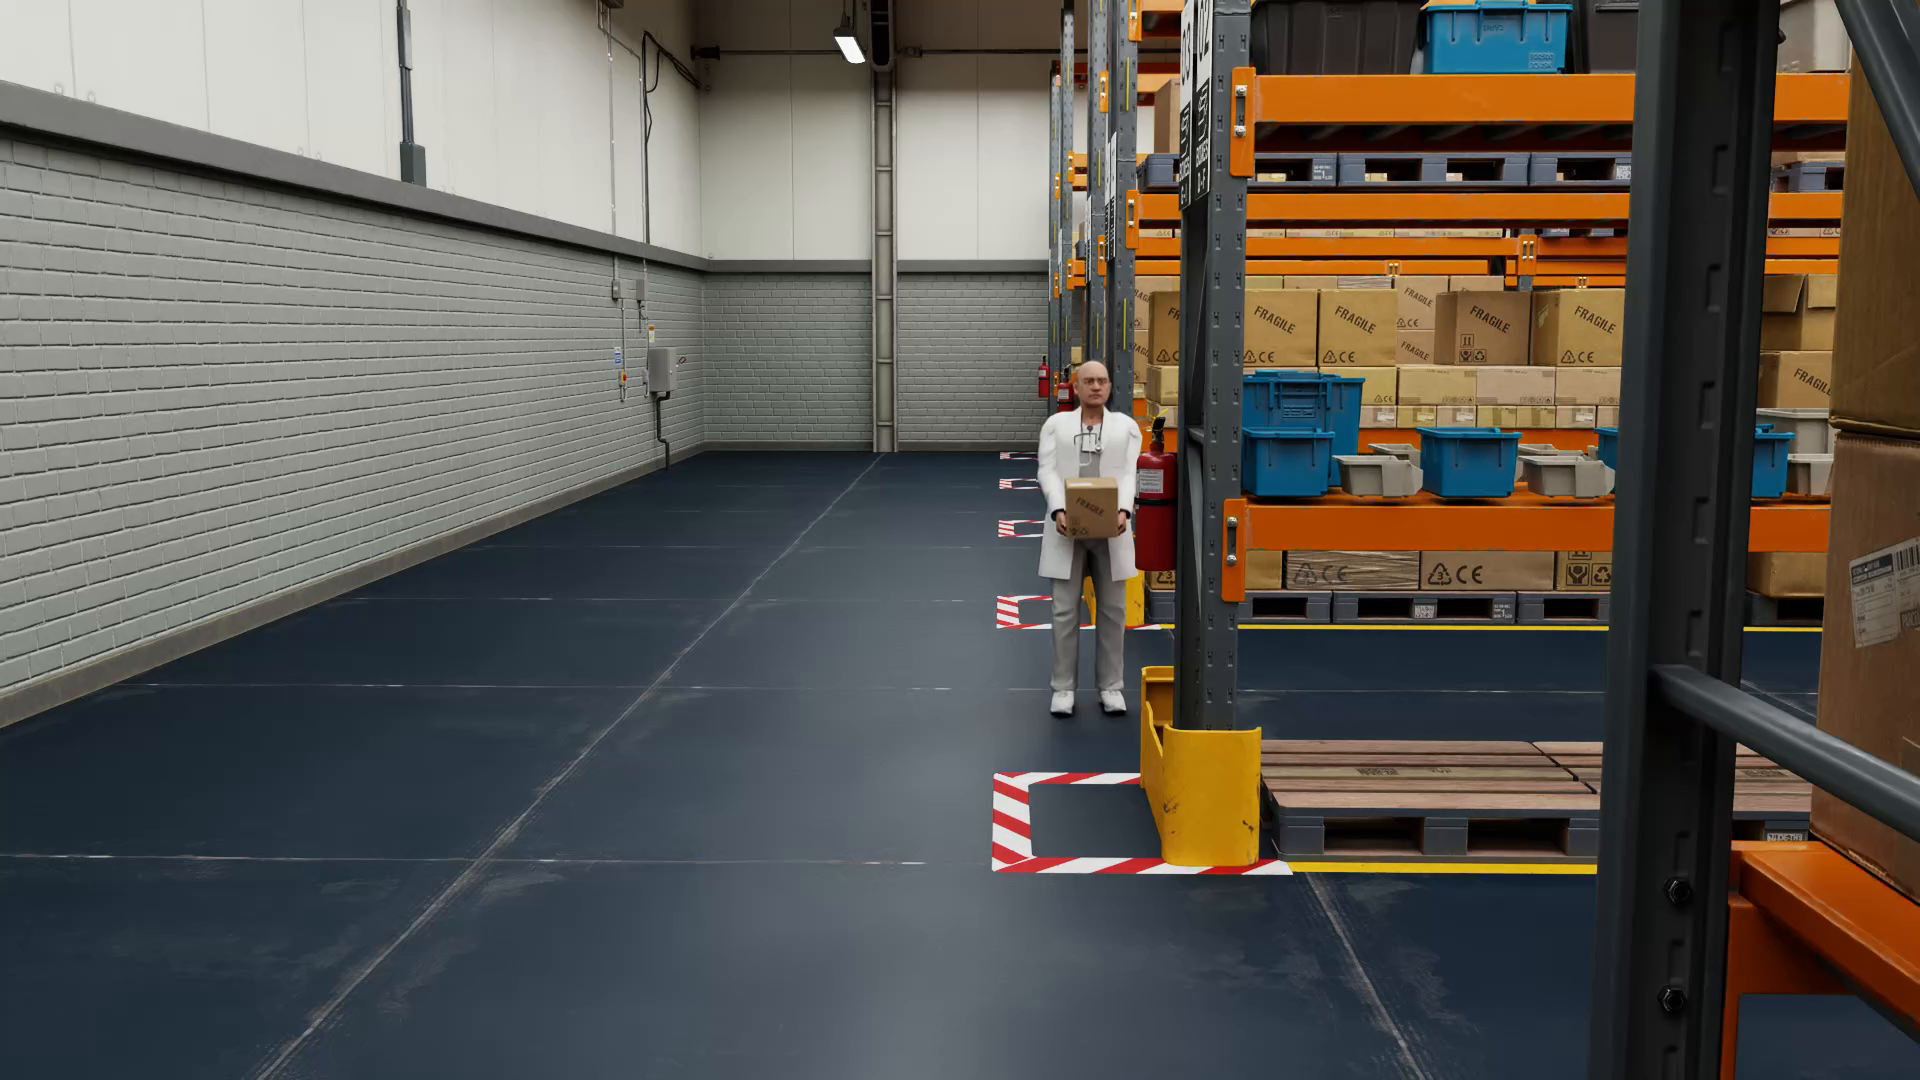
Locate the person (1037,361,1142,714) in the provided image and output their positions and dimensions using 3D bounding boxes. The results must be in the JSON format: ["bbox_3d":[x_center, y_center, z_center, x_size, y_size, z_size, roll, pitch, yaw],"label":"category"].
[{"bbox_3d":[0.657,-0.009,8.390,0.533,1.774,0.554,0,7,1],"label":"person"}]
